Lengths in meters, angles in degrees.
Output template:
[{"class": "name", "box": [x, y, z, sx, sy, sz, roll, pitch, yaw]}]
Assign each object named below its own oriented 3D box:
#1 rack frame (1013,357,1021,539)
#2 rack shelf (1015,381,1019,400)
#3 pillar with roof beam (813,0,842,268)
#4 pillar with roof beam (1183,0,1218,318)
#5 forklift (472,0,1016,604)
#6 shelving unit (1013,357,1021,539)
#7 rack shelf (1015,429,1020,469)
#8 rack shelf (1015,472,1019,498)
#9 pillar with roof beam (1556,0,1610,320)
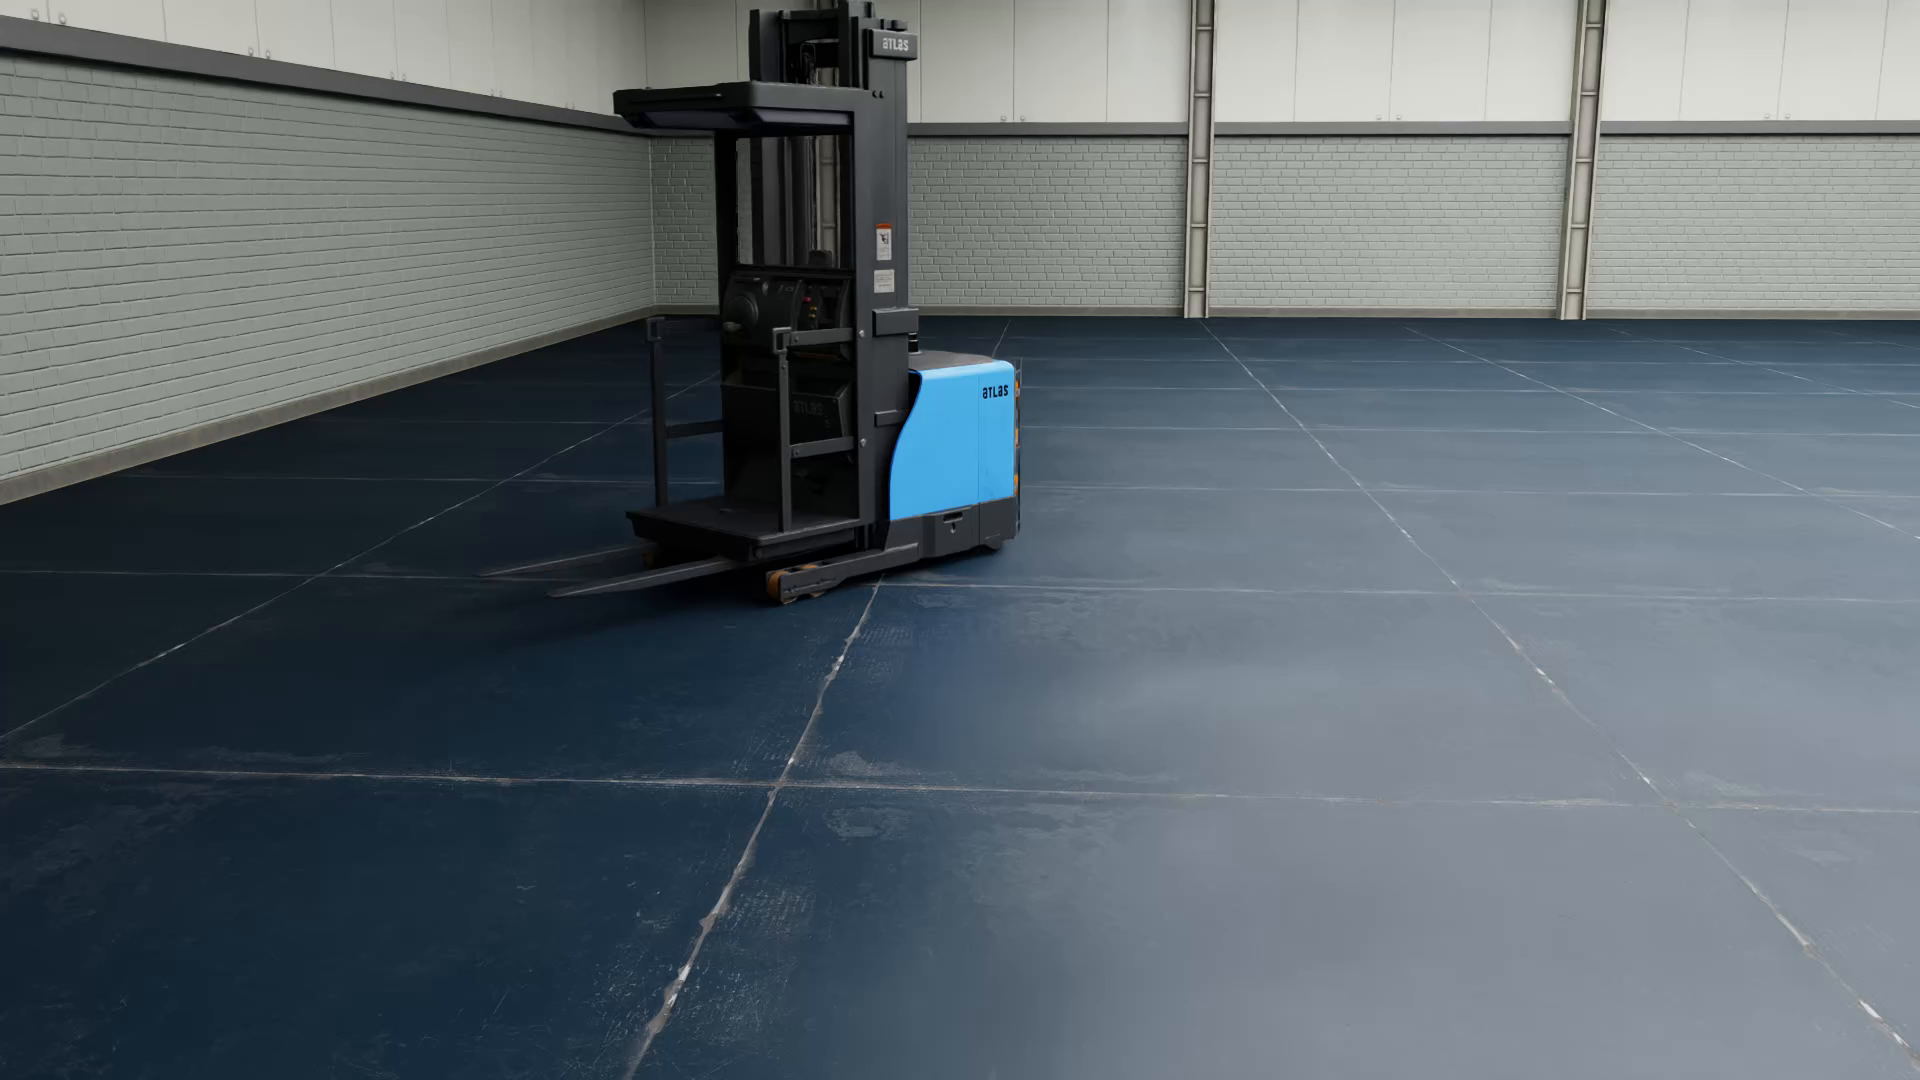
[{"class": "rack frame", "box": [0.335, -0.539, 9.780, 0.008, 1.050, 0.200, 3, 12, 12]}, {"class": "rack shelf", "box": [0.216, -0.812, 9.750, 0.240, 0.259, 0.215, 3, 12, 12]}, {"class": "pillar with roof beam", "box": [-2.422, -7.253, 22.466, 0.400, 9.000, 9.100, 1, 12, 4]}, {"class": "pillar with roof beam", "box": [3.565, -7.171, 22.073, 0.400, 9.000, 9.100, 1, 12, 4]}, {"class": "forklift", "box": [-1.049, -1.235, 8.513, 1.130, 2.935, 3.031, 11, 16, 42]}, {"class": "shelving unit", "box": [0.216, -0.544, 9.806, 0.252, 1.050, 0.215, 3, 12, 12]}, {"class": "rack shelf", "box": [0.216, -0.534, 9.808, 0.240, 0.259, 0.215, 3, 12, 12]}, {"class": "rack shelf", "box": [0.216, -0.262, 9.865, 0.240, 0.259, 0.215, 3, 12, 12]}, {"class": "pillar with roof beam", "box": [9.552, -7.089, 21.681, 0.400, 9.000, 9.100, 1, 12, 4]}]
